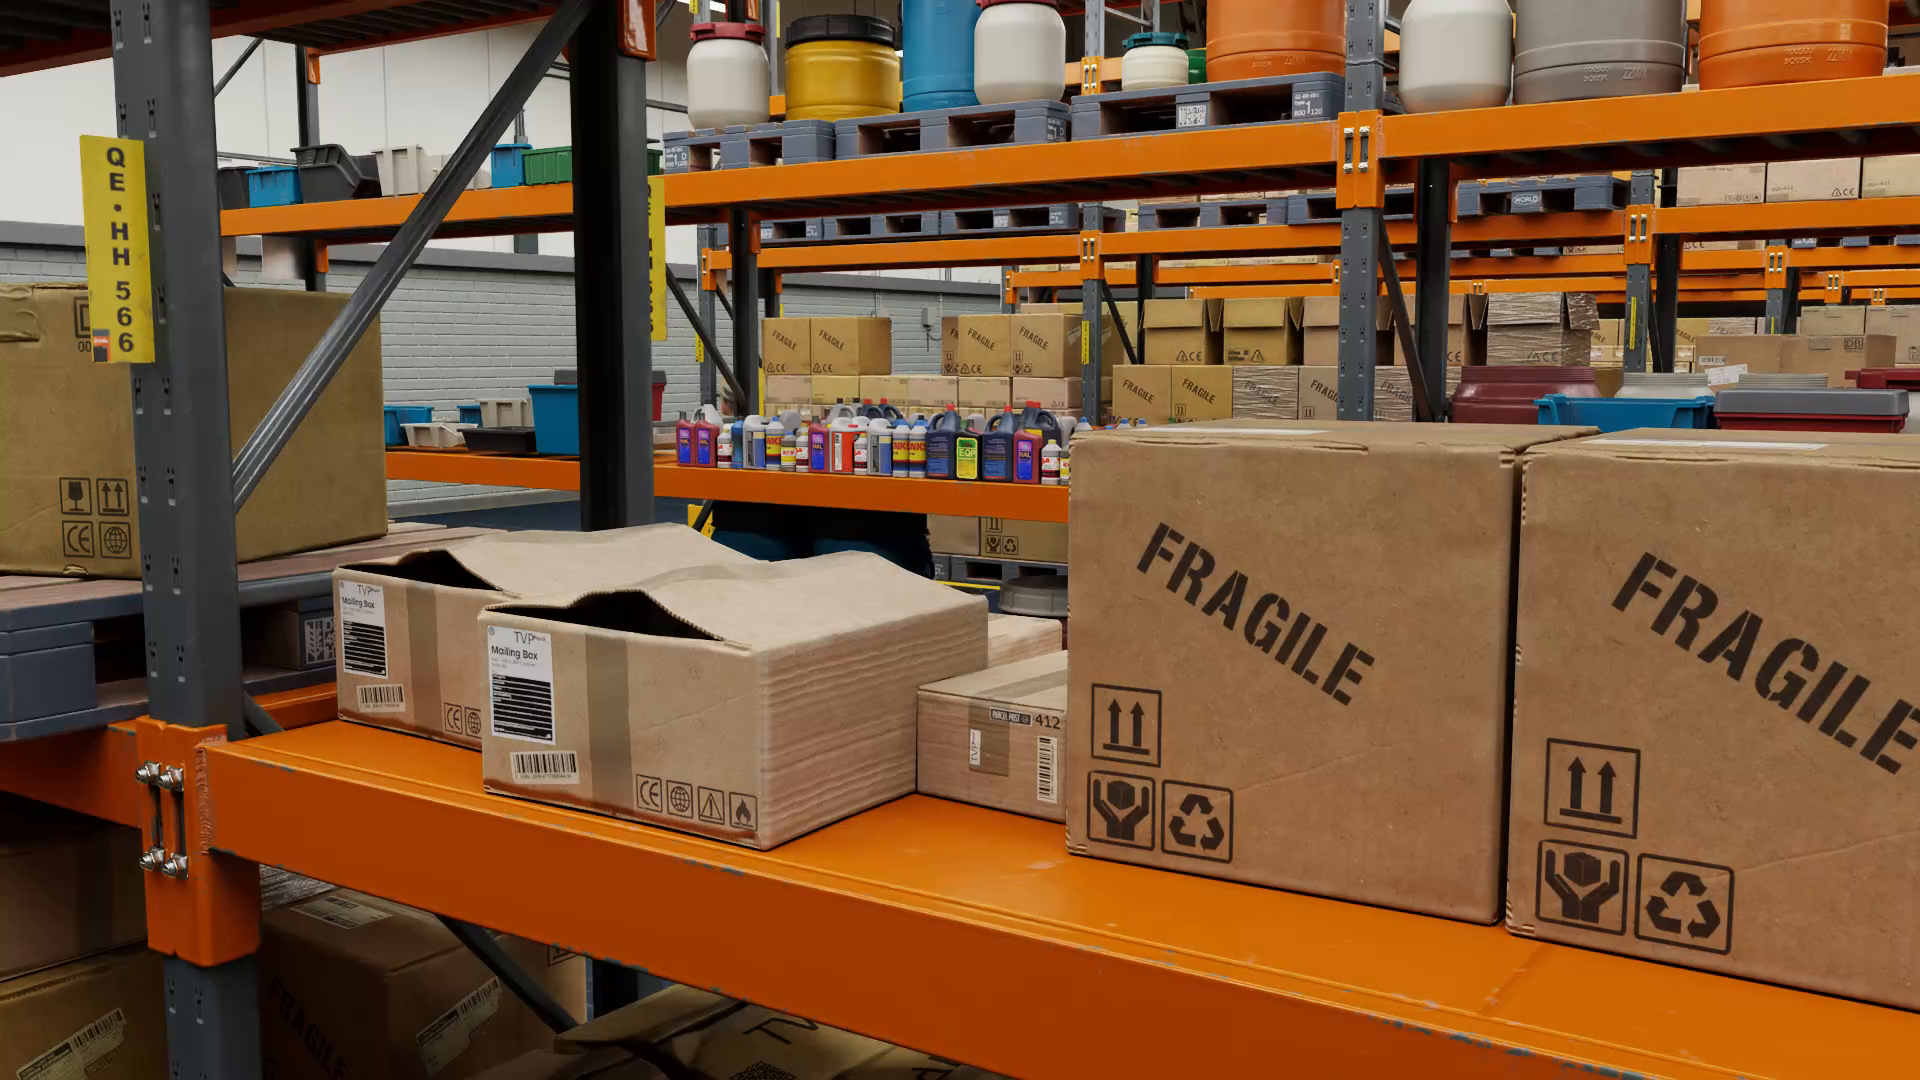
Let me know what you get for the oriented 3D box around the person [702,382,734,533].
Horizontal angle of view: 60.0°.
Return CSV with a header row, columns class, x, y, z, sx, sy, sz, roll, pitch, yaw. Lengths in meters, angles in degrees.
class,x,y,z,sx,sy,sz,roll,pitch,yaw
person,-1.701,-0.360,12.475,0.817,1.657,0.480,5,8,36
